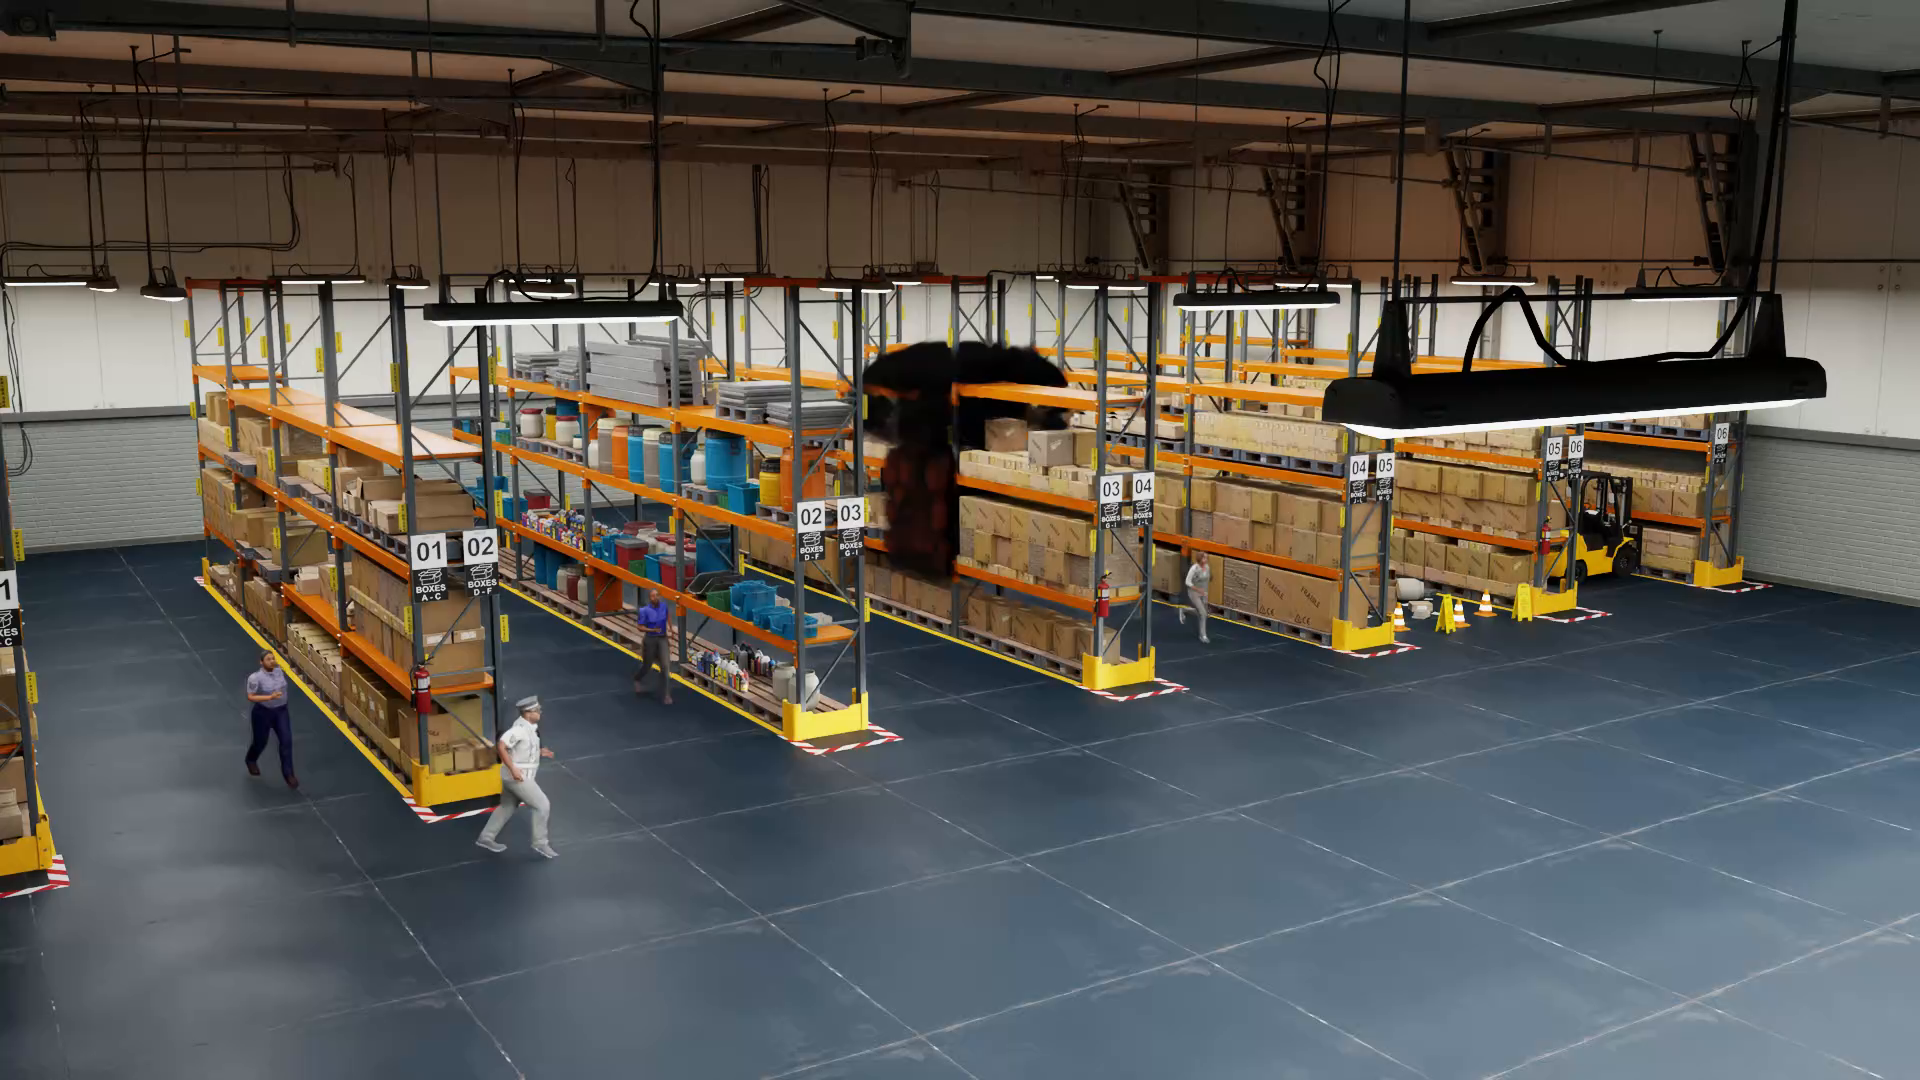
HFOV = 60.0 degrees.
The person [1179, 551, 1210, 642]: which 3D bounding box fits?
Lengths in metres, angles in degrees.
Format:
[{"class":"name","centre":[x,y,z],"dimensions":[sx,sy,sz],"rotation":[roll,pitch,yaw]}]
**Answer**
[{"class":"person","centre":[3.945,0.925,27.981],"dimensions":[0.566,1.566,0.669],"rotation":[-8,13,-41]}]

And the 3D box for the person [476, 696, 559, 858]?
[{"class":"person","centre":[-4.741,2.548,17.702],"dimensions":[0.850,1.804,0.674],"rotation":[-2,10,-10]}]

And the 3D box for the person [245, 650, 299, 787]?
[{"class":"person","centre":[-8.411,2.135,20.236],"dimensions":[0.933,1.652,0.598],"rotation":[7,12,38]}]

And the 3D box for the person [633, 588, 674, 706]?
[{"class":"person","centre":[-4.432,1.504,24.116],"dimensions":[0.586,1.681,0.938],"rotation":[-6,11,-30]}]
